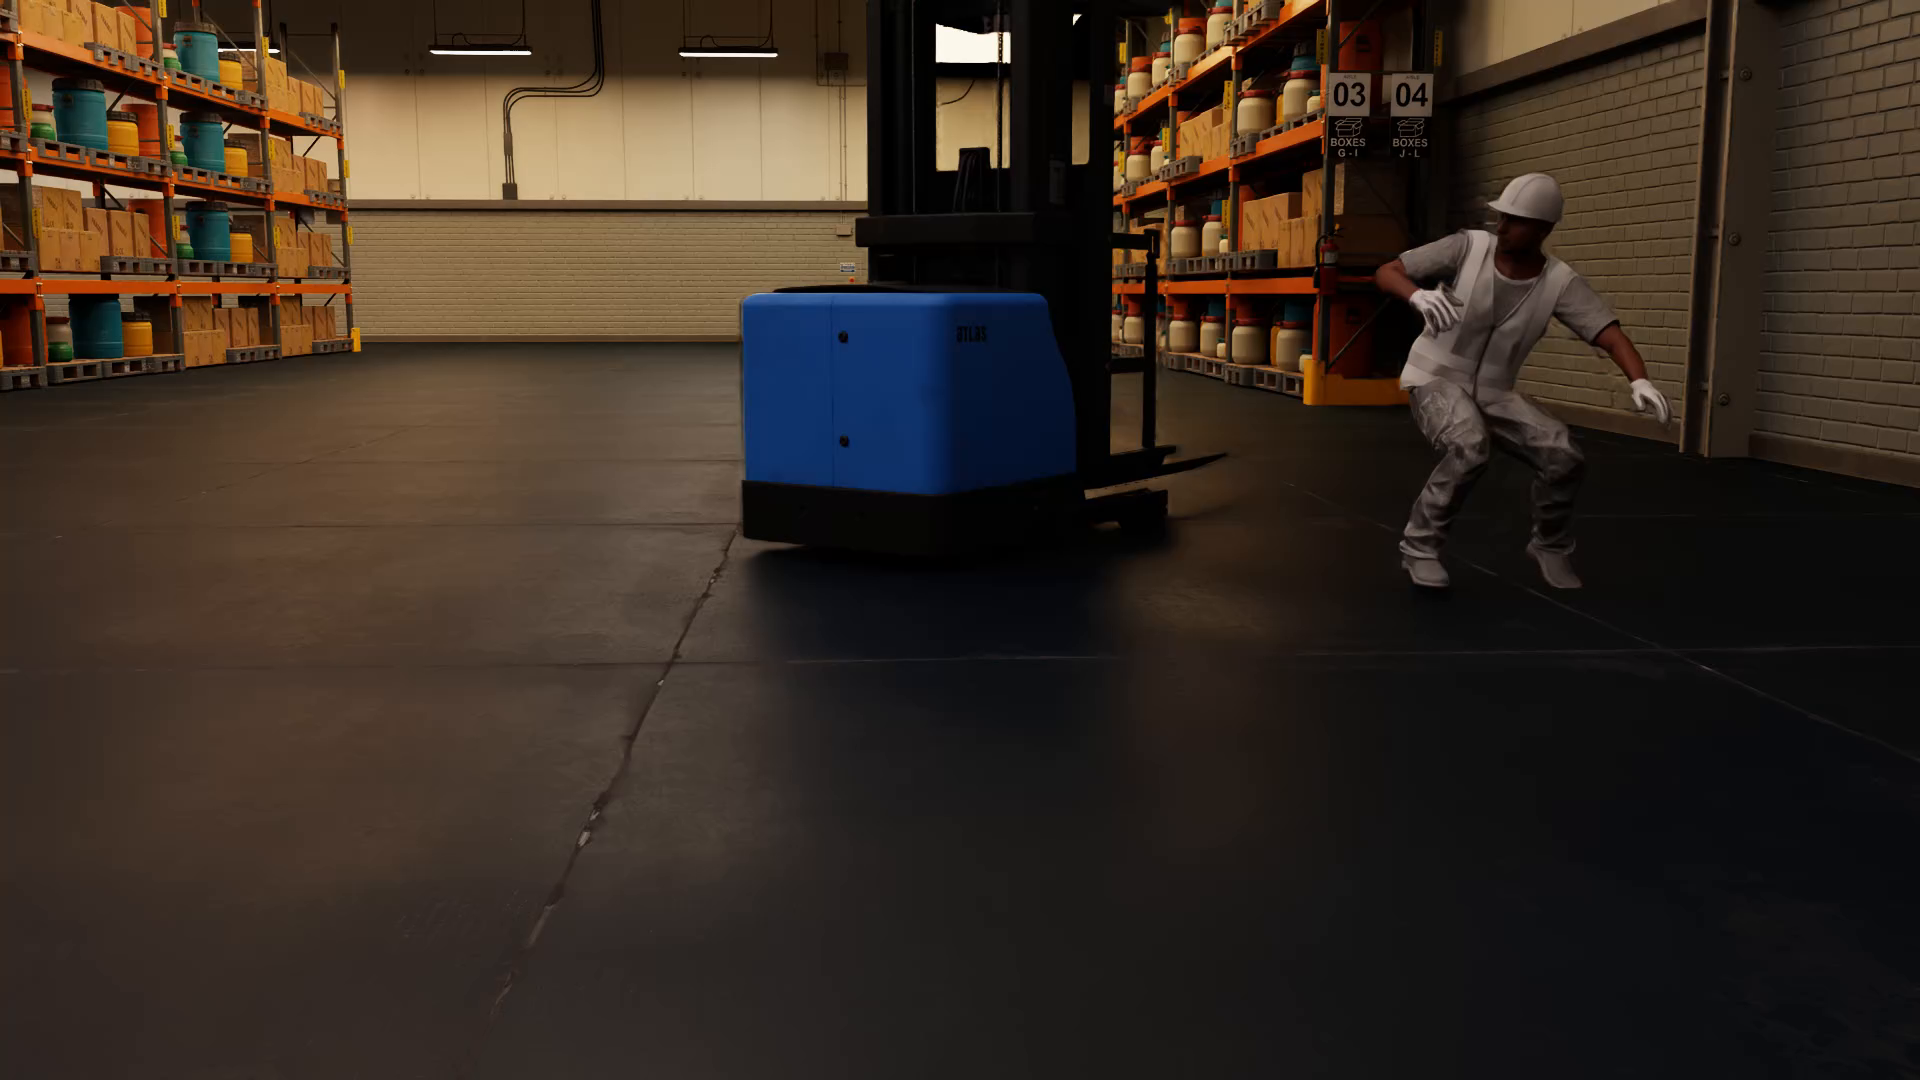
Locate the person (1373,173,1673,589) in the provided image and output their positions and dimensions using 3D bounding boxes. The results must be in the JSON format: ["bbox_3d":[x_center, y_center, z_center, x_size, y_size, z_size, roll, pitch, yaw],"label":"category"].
[{"bbox_3d":[1.936,-0.531,5.921,0.825,1.515,0.928,-1,9,-8],"label":"person"}]

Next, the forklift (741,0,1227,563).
[{"bbox_3d":[0.323,-1.534,7.663,1.130,2.935,3.031,6,10,33],"label":"forklift"}]
